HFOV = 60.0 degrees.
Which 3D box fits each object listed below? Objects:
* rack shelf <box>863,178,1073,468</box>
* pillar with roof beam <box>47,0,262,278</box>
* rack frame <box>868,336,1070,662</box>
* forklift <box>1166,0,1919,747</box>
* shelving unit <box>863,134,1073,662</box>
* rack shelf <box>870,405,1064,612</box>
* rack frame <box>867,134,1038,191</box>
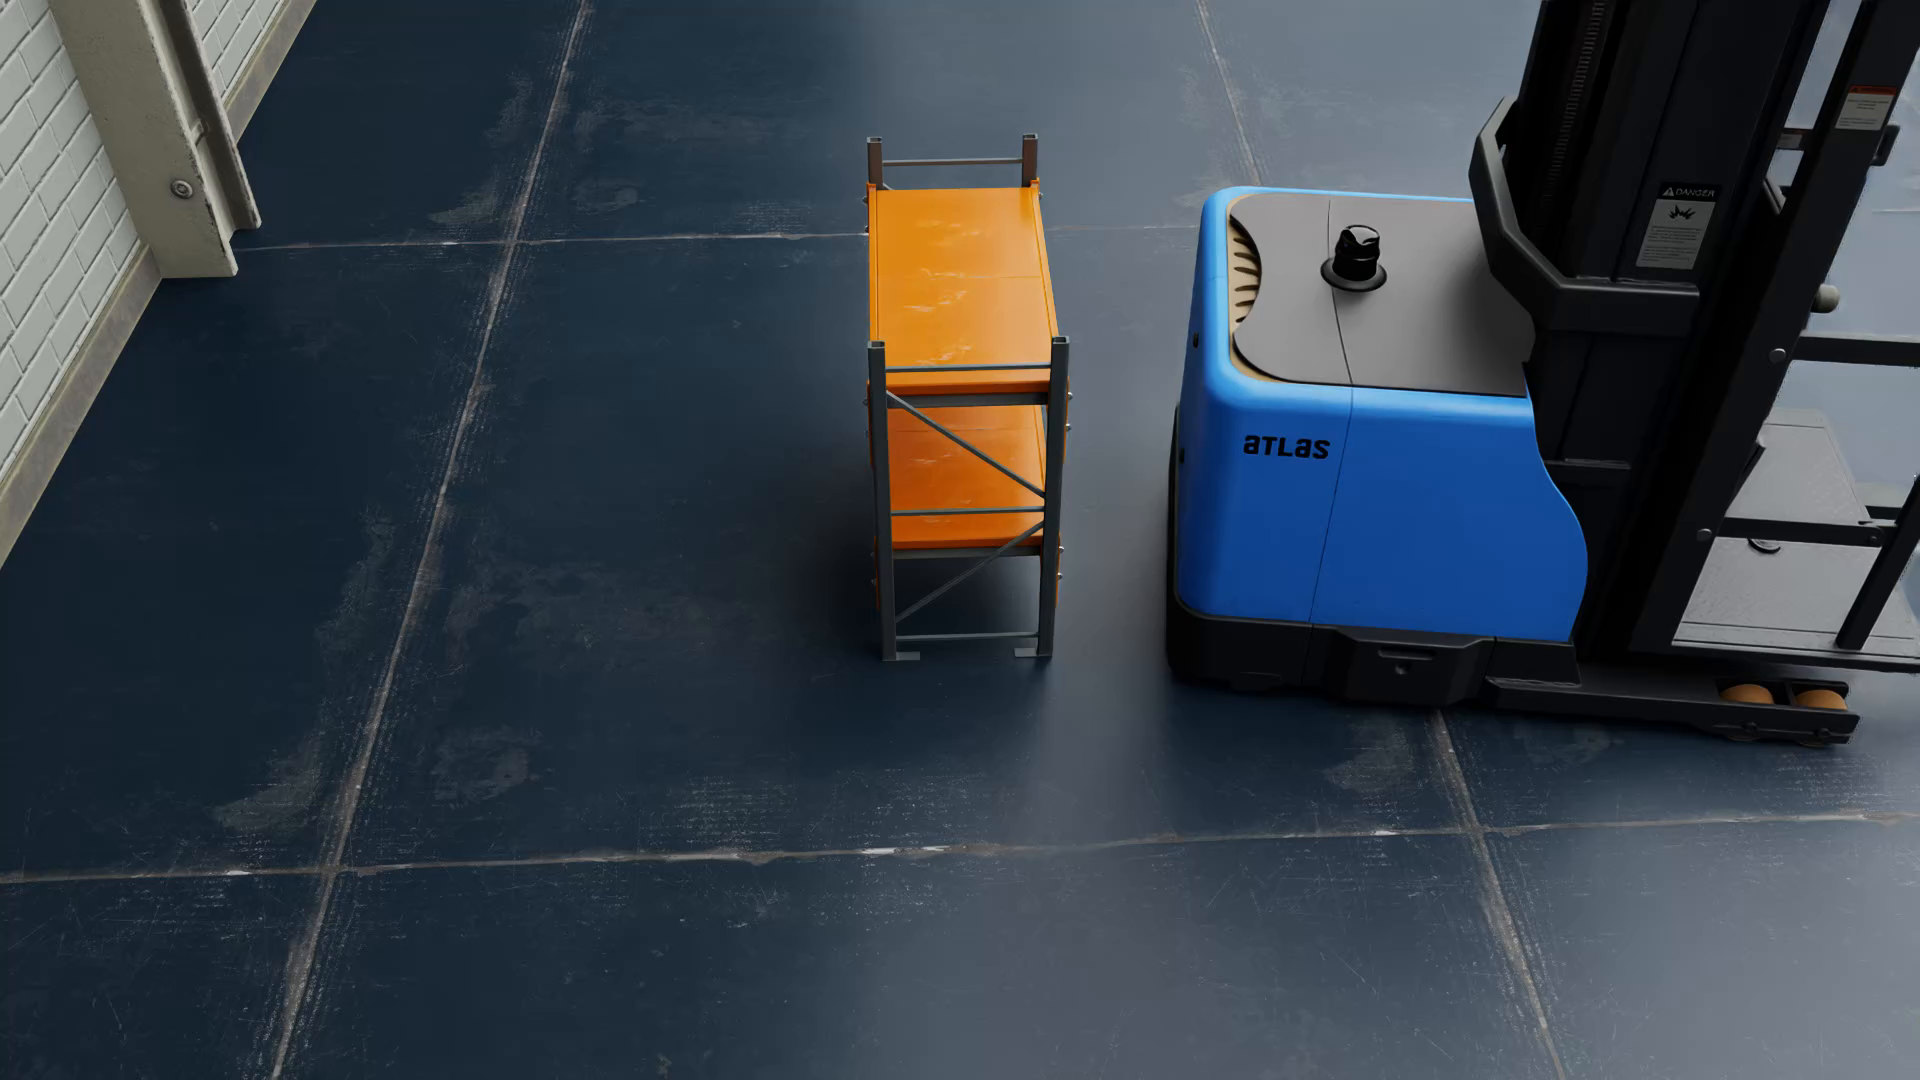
[{"bbox_3d":[0.000,-0.635,4.677,0.538,0.278,1.000,-2,43,-2],"label":"rack shelf"},{"bbox_3d":[1.368,-4.577,3.584,9.100,9.000,0.400,-2,43,-2],"label":"pillar with roof beam"},{"bbox_3d":[0.021,-0.076,4.500,0.500,1.125,0.032,-2,43,-2],"label":"rack frame"},{"bbox_3d":[2.145,-0.887,4.048,3.031,2.935,1.130,4,43,4],"label":"forklift"},{"bbox_3d":[0.000,-0.419,4.875,0.538,1.125,1.048,-2,43,-2],"label":"shelving unit"},{"bbox_3d":[0.000,-0.239,5.040,0.538,0.278,1.000,-2,43,-2],"label":"rack shelf"},{"bbox_3d":[-0.022,-0.762,5.249,0.500,1.125,0.032,-2,43,-2],"label":"rack frame"}]
